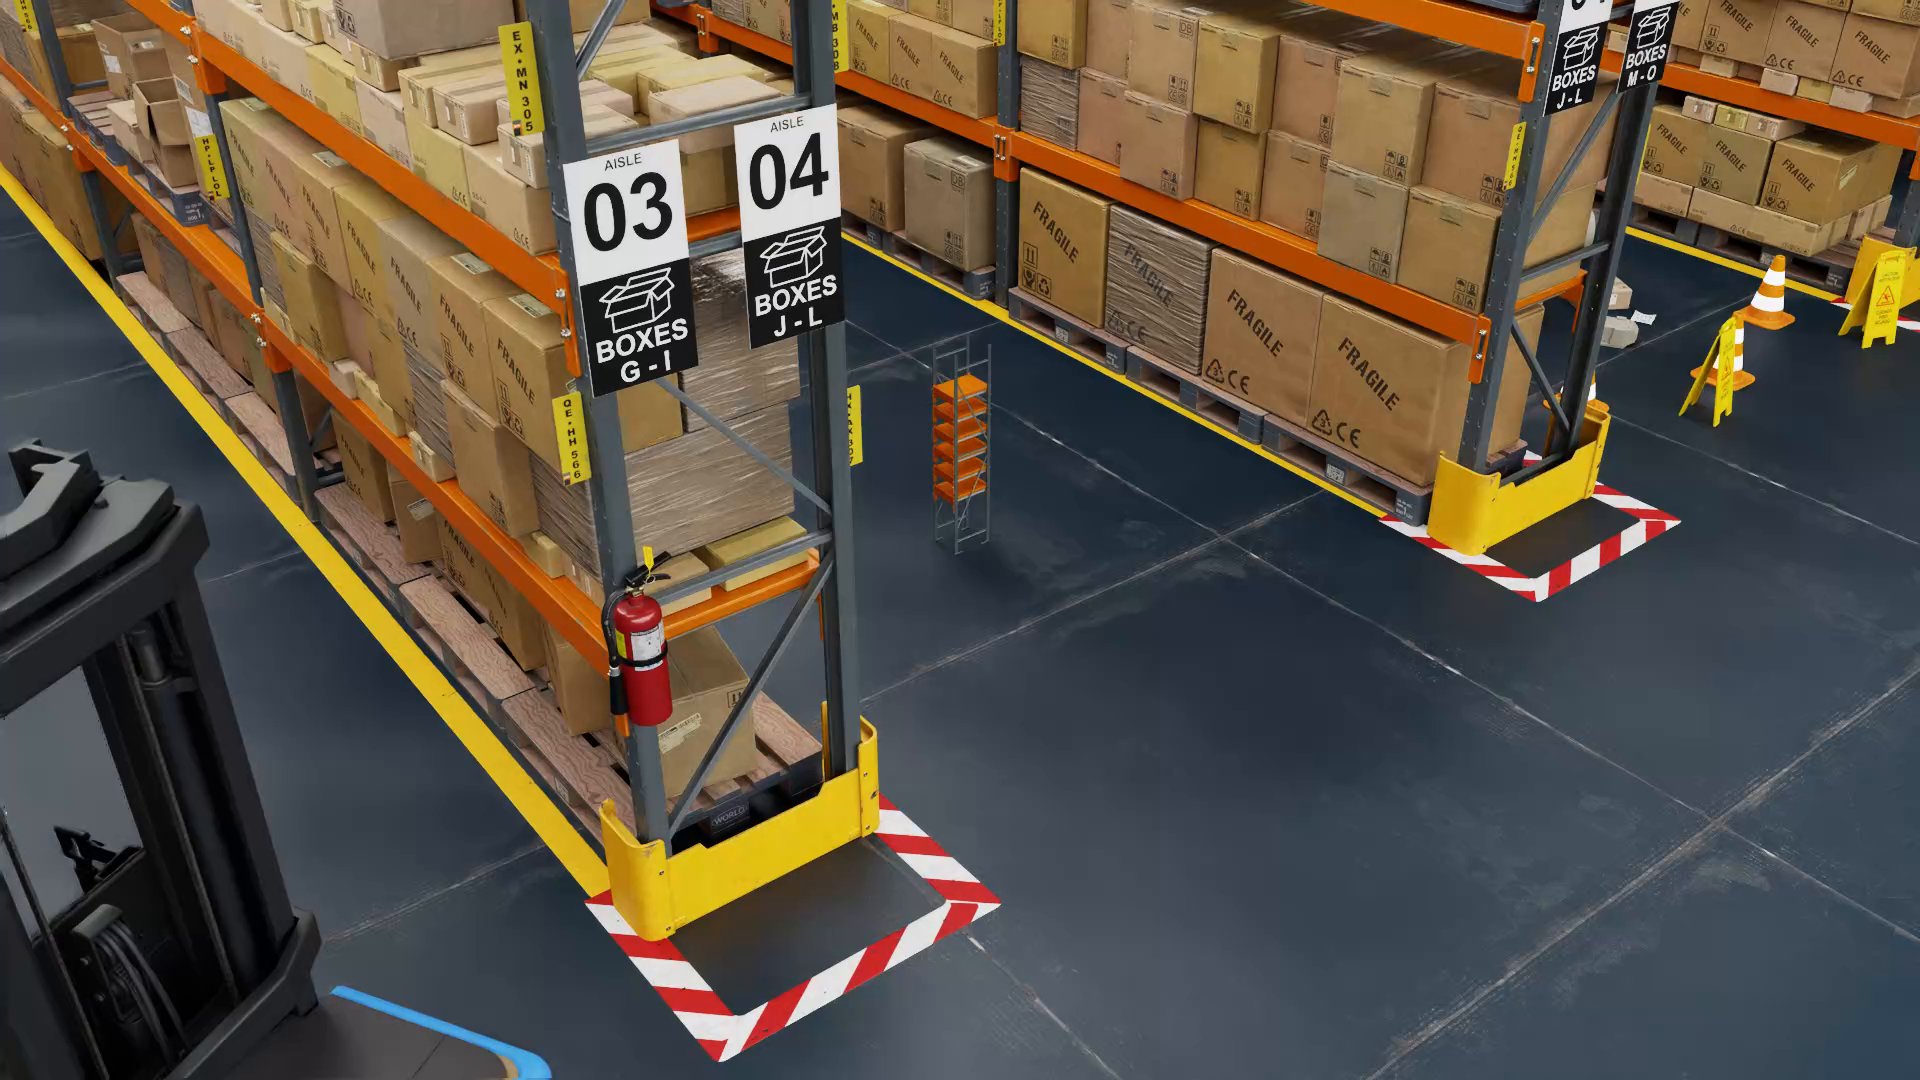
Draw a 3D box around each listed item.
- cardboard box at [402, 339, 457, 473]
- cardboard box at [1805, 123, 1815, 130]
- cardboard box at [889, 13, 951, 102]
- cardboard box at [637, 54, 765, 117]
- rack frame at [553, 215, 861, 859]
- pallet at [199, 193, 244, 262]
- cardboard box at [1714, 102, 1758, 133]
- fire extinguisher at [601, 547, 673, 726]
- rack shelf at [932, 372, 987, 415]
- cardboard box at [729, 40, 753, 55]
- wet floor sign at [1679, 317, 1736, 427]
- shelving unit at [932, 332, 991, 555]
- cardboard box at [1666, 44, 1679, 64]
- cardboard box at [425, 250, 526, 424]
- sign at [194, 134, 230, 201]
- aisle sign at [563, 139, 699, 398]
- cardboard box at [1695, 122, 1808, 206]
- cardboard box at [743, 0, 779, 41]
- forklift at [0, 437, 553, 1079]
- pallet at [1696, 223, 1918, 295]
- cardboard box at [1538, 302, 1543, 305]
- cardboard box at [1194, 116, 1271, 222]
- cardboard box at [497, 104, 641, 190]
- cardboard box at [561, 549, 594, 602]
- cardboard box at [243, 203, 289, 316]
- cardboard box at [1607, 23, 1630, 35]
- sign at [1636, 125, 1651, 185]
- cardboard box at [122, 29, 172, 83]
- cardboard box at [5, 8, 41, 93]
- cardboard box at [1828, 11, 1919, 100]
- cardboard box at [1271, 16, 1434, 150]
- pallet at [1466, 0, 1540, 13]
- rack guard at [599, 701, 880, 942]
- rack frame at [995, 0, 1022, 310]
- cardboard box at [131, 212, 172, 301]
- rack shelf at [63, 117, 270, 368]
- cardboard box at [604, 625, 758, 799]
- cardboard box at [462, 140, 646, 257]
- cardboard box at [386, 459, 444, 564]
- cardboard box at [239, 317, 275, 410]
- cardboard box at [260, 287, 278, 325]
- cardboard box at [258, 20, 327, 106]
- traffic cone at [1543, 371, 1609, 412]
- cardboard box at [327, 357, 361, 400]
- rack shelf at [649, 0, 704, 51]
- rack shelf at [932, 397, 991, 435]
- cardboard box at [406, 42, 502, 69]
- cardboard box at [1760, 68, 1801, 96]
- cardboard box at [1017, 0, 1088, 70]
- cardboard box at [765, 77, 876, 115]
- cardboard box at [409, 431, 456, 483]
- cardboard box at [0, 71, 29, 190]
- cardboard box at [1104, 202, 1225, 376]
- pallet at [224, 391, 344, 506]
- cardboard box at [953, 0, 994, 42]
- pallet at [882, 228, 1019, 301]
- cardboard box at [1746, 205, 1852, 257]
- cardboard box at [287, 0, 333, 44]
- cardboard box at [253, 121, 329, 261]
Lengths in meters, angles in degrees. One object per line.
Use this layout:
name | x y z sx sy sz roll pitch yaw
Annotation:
cardboard box | -1.833 -0.680 7.125 0.875 0.500 0.500 -22 38 -31
cardboard box | 6.369 -3.068 12.844 0.500 0.500 0.500 -24 39 -33
cardboard box | -0.158 -3.495 11.939 0.500 0.500 0.500 -23 38 -32
cardboard box | -0.913 -1.590 5.888 0.380 0.149 0.250 -21 38 -30
rack frame | -0.844 0.119 6.215 1.000 3.000 0.127 -22 38 -31
pallet | -3.650 -1.832 9.539 1.003 0.211 1.213 -22 38 -31
cardboard box | 5.857 -3.178 12.407 0.380 0.149 0.250 -22 38 -31
fire extinguisher | -1.138 0.349 5.919 0.296 0.674 0.183 -22 38 -31
rack shelf | 0.009 -0.772 8.757 0.258 0.103 0.180 -22 38 -31
cardboard box | -2.001 -4.578 15.039 0.500 0.250 0.500 -24 39 -33
wet floor sign | 4.718 -1.072 10.364 0.232 0.644 0.267 26 40 35
shelving unit | 0.009 -0.504 8.924 0.258 1.200 0.189 -22 38 -31
cardboard box | 5.425 -3.780 12.732 0.380 0.149 0.250 -22 38 -32
cardboard box | -1.687 -0.830 6.419 0.500 0.500 0.500 -22 38 -31
sign | -3.733 -1.859 8.302 0.100 0.325 0.005 -22 38 -31
aisle sign | -1.043 -0.862 5.331 0.394 0.787 0.004 -22 38 -31
cardboard box | 5.964 -2.882 12.544 0.500 0.500 0.500 -21 37 -30
cardboard box | -1.393 -4.335 13.291 0.500 0.500 0.500 -23 38 -32
forklift | -2.732 1.110 4.685 3.031 2.935 1.130 12 34 19
pallet | 6.467 -2.284 12.728 1.003 0.211 1.213 -22 38 -31
cardboard box | 3.907 -1.940 11.896 0.637 0.503 0.797 6 32 10
cardboard box | 1.916 -2.351 10.050 0.875 0.550 0.500 -22 38 -31
cardboard box | -1.261 -1.275 5.382 0.380 0.149 0.250 -22 38 -31
cardboard box | -1.334 0.069 6.533 0.380 0.149 0.250 -22 38 -31
cardboard box | -3.070 -1.509 8.460 0.875 0.500 0.500 -22 38 -31
cardboard box | 5.205 -4.234 12.848 0.500 0.500 0.500 -23 38 -32
sign | 3.578 -2.022 8.767 0.100 0.325 0.005 -22 38 -31
cardboard box | -4.965 -3.023 10.782 0.700 0.500 0.500 -16 35 -25
cardboard box | -6.549 -3.593 12.097 0.500 0.500 0.500 -23 38 -32
cardboard box | 6.434 -3.393 11.493 0.500 0.500 0.500 -23 39 -32
cardboard box | 2.293 -2.610 9.443 0.875 0.550 0.550 -22 38 -31
pallet | 2.673 -2.986 8.455 1.003 0.211 1.213 -22 38 -31
rack guard | -0.890 1.149 6.926 1.175 0.500 0.348 -22 38 -31
rack frame | 0.683 -3.111 11.415 1.000 3.000 0.127 -22 38 -31
cardboard box | -5.323 -2.067 11.688 0.700 0.500 0.500 -25 39 -34
rack shelf | -4.523 -2.076 10.431 1.077 0.370 4.000 -22 38 -31
cardboard box | -1.213 0.737 7.192 0.500 0.500 0.500 -15 35 -23
cardboard box | -1.340 -1.210 5.655 0.500 0.250 0.500 -21 38 -30
cardboard box | -2.726 -0.249 8.778 0.500 0.500 0.500 -11 33 -16
cardboard box | -3.934 -1.141 10.196 0.700 0.500 0.500 -23 38 -32
cardboard box | -3.402 -1.254 8.665 0.380 0.149 0.250 -22 38 -31
cardboard box | -2.598 -2.059 7.021 0.500 0.250 0.500 -24 39 -33
traffic cone | 3.932 -1.047 10.496 0.336 0.463 0.334 -22 38 -31
cardboard box | -2.803 -0.832 7.985 0.380 0.149 0.250 -22 38 -31
rack shelf | -2.996 -5.306 15.631 1.077 0.370 4.000 -22 38 -31
rack shelf | 0.009 -0.670 8.821 0.258 0.103 0.180 -22 38 -31
cardboard box | -1.808 -1.741 6.131 0.380 0.149 0.250 -22 38 -31
cardboard box | 6.021 -3.348 12.036 0.380 0.149 0.250 -22 38 -31
cardboard box | 0.882 -3.468 10.825 0.875 0.550 0.550 -22 38 -31
cardboard box | -0.928 -3.354 13.542 1.050 0.750 0.750 -22 38 -31
cardboard box | -2.184 -0.417 7.317 0.380 0.149 0.250 -22 38 -31
cardboard box | -7.245 -3.525 13.699 1.225 0.875 0.875 -24 39 -33
cardboard box | 1.569 -1.727 10.804 0.875 0.875 0.875 -22 38 -31
pallet | -3.775 -0.687 10.157 1.003 0.211 1.213 -22 38 -31
cardboard box | 0.374 -3.783 11.455 0.700 0.500 0.500 -23 39 -32
pallet | 0.151 -2.223 12.629 1.003 0.211 1.213 -22 38 -31
cardboard box | 6.261 -2.357 12.410 0.500 0.250 0.500 -22 38 -32
cardboard box | -2.511 -2.161 6.808 0.380 0.149 0.250 -23 39 -32
cardboard box | -2.914 -1.664 7.761 0.500 0.500 0.500 -22 38 -31
